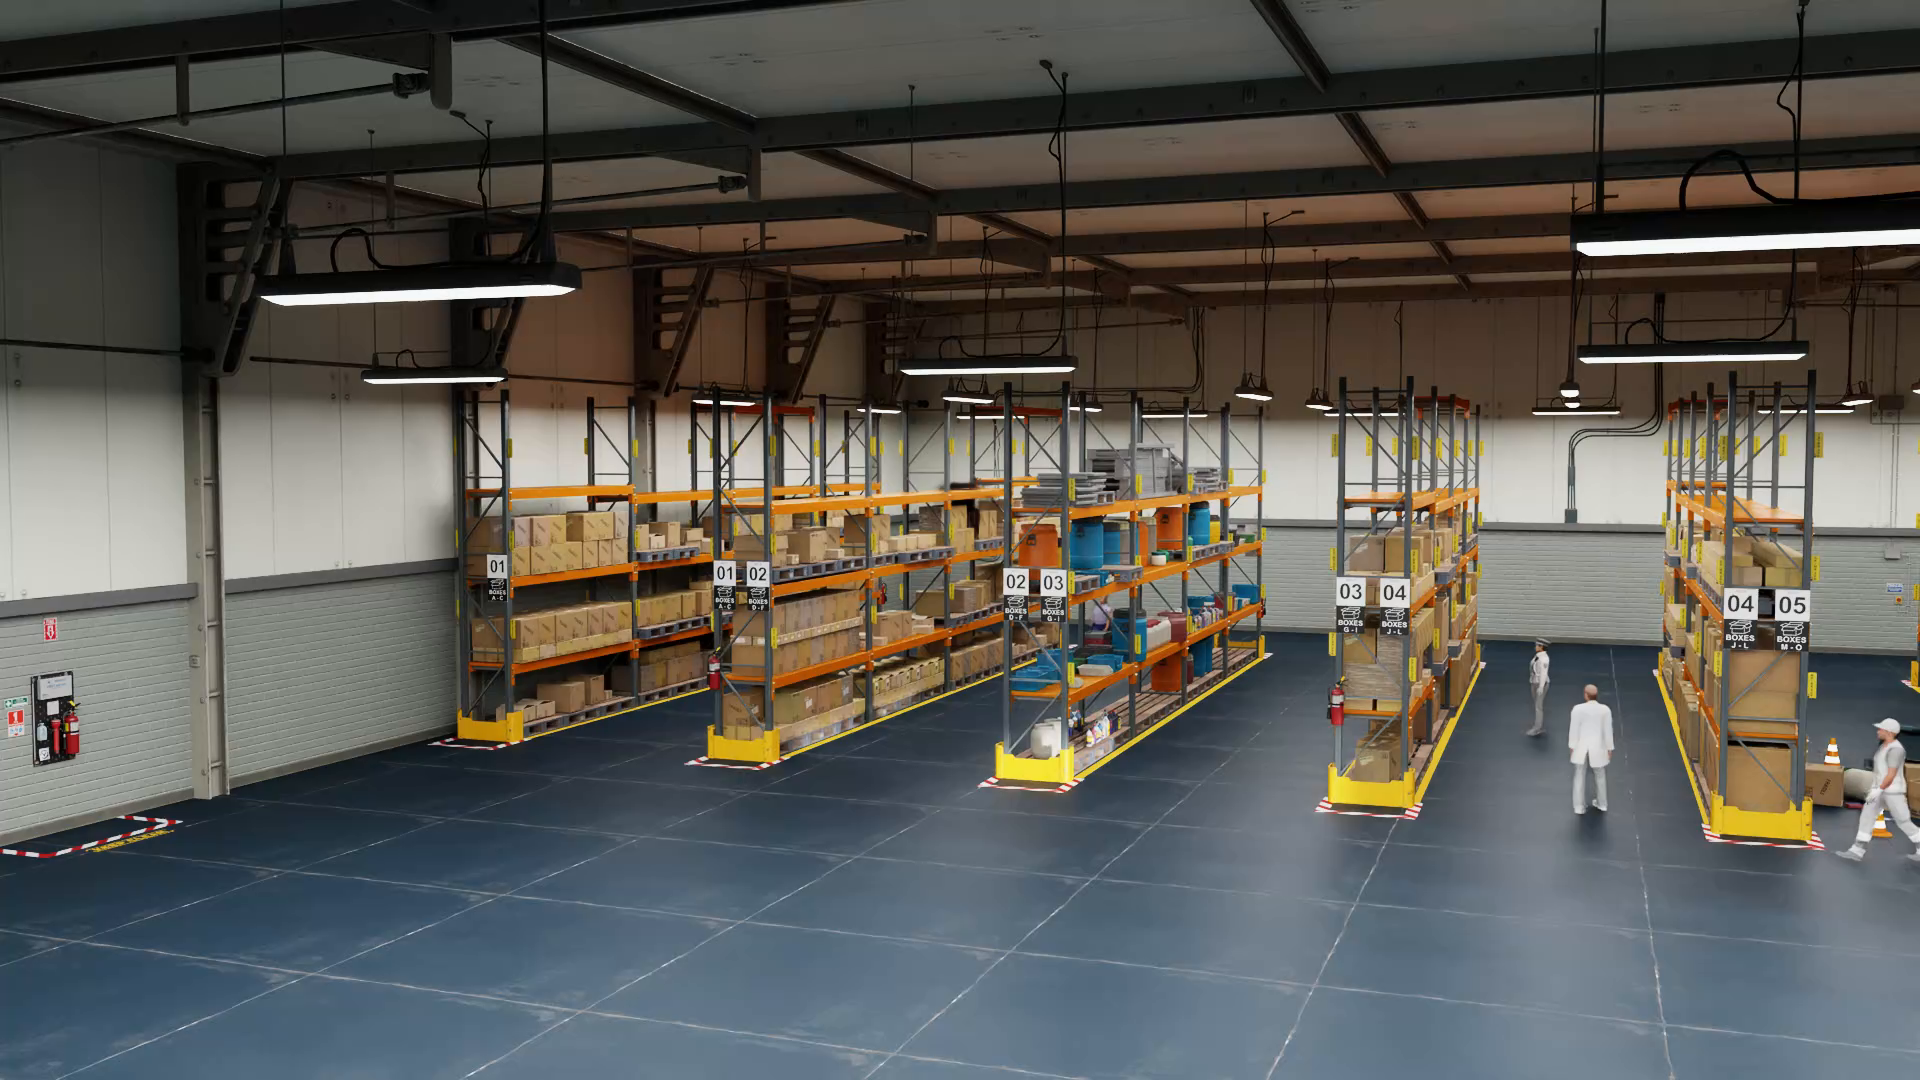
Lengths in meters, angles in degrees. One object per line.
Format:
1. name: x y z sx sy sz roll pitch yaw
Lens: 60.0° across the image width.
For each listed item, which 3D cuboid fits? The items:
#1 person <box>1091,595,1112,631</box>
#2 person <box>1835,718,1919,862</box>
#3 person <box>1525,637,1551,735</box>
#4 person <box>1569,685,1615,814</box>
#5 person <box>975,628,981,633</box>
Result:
1. person: 3.234 2.054 37.990 0.468 1.566 0.917 1 3 16
2. person: 11.144 3.023 19.992 1.057 1.756 0.501 0 3 -3
3. person: 10.098 2.554 29.193 0.542 1.684 0.480 -1 3 -12
4. person: 8.720 2.905 22.922 0.580 1.678 0.666 2 4 27
5. person: 0.313 1.809 43.688 0.577 1.585 0.524 2 3 26
